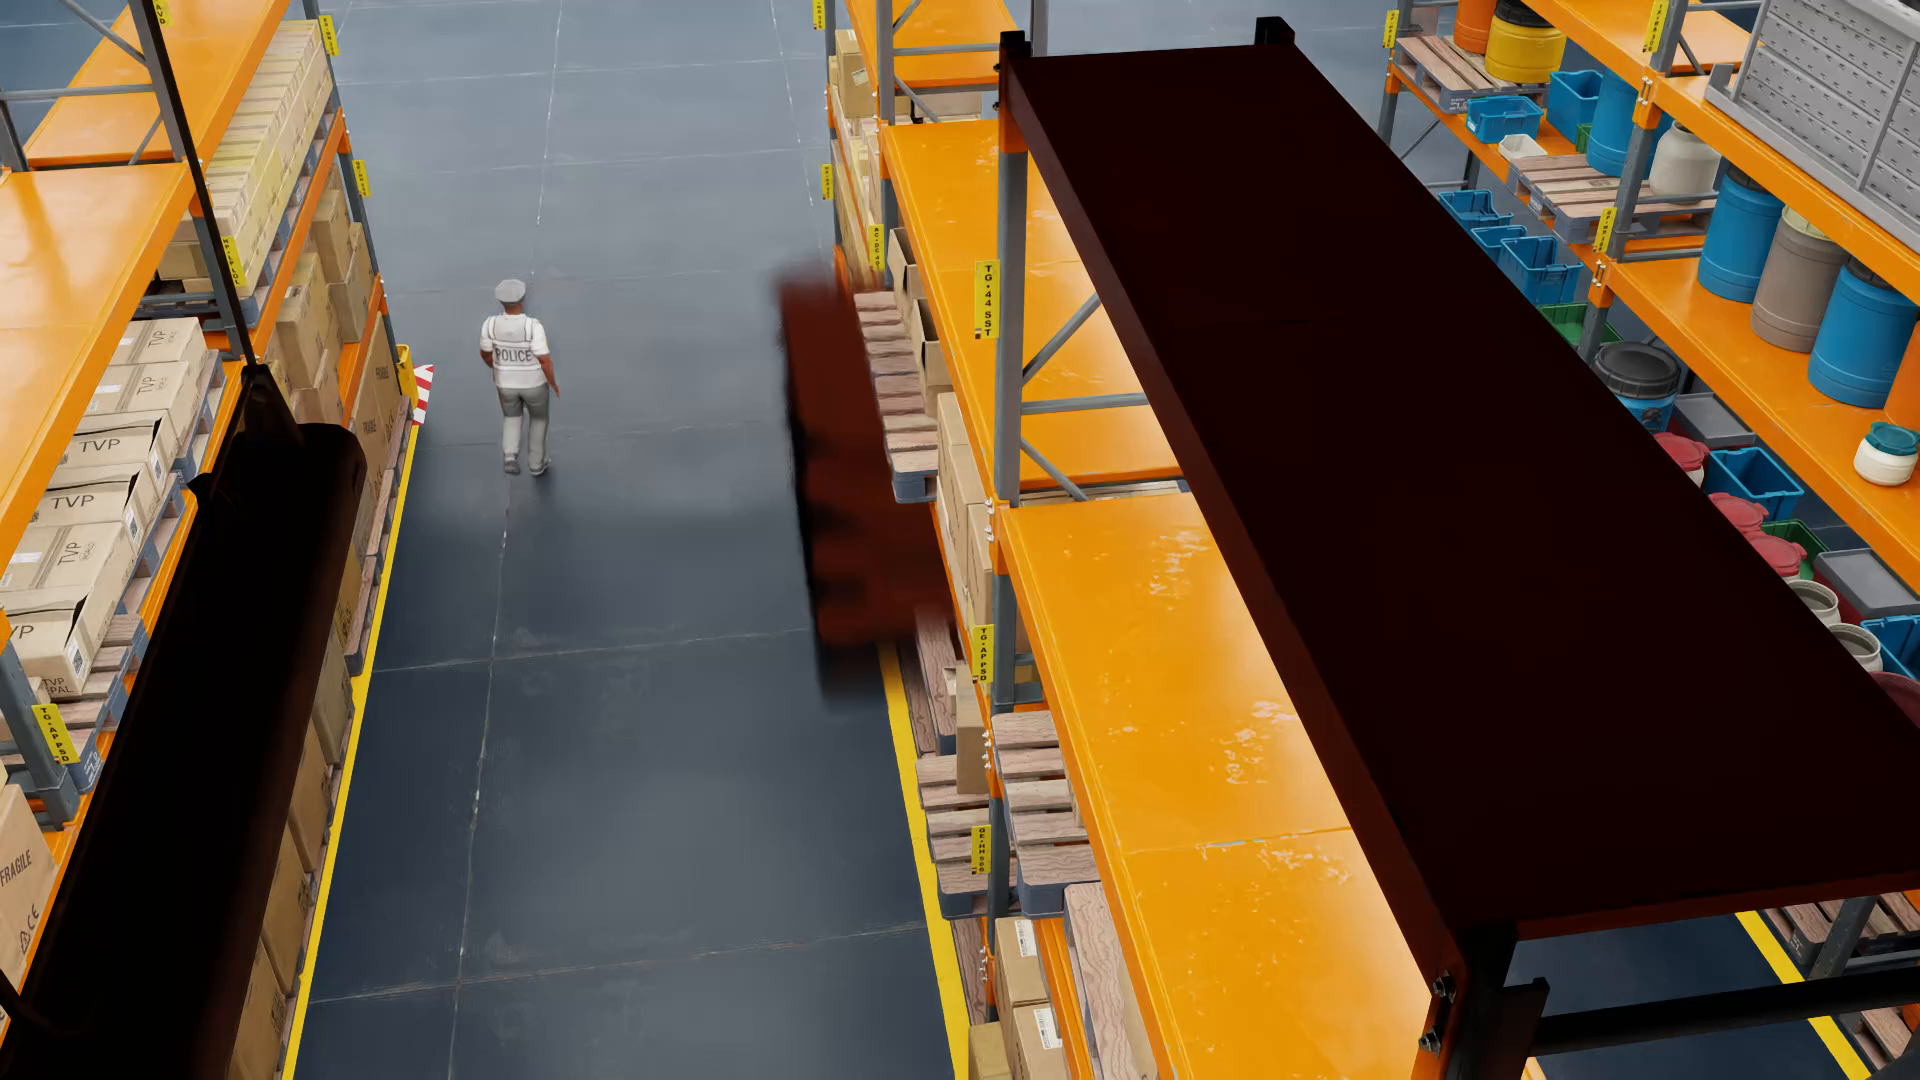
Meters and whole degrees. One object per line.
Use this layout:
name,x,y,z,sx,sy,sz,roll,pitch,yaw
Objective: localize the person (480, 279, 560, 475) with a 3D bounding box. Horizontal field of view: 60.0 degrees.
person,-3.610,-1.279,13.678,0.587,1.761,0.584,1,36,1
